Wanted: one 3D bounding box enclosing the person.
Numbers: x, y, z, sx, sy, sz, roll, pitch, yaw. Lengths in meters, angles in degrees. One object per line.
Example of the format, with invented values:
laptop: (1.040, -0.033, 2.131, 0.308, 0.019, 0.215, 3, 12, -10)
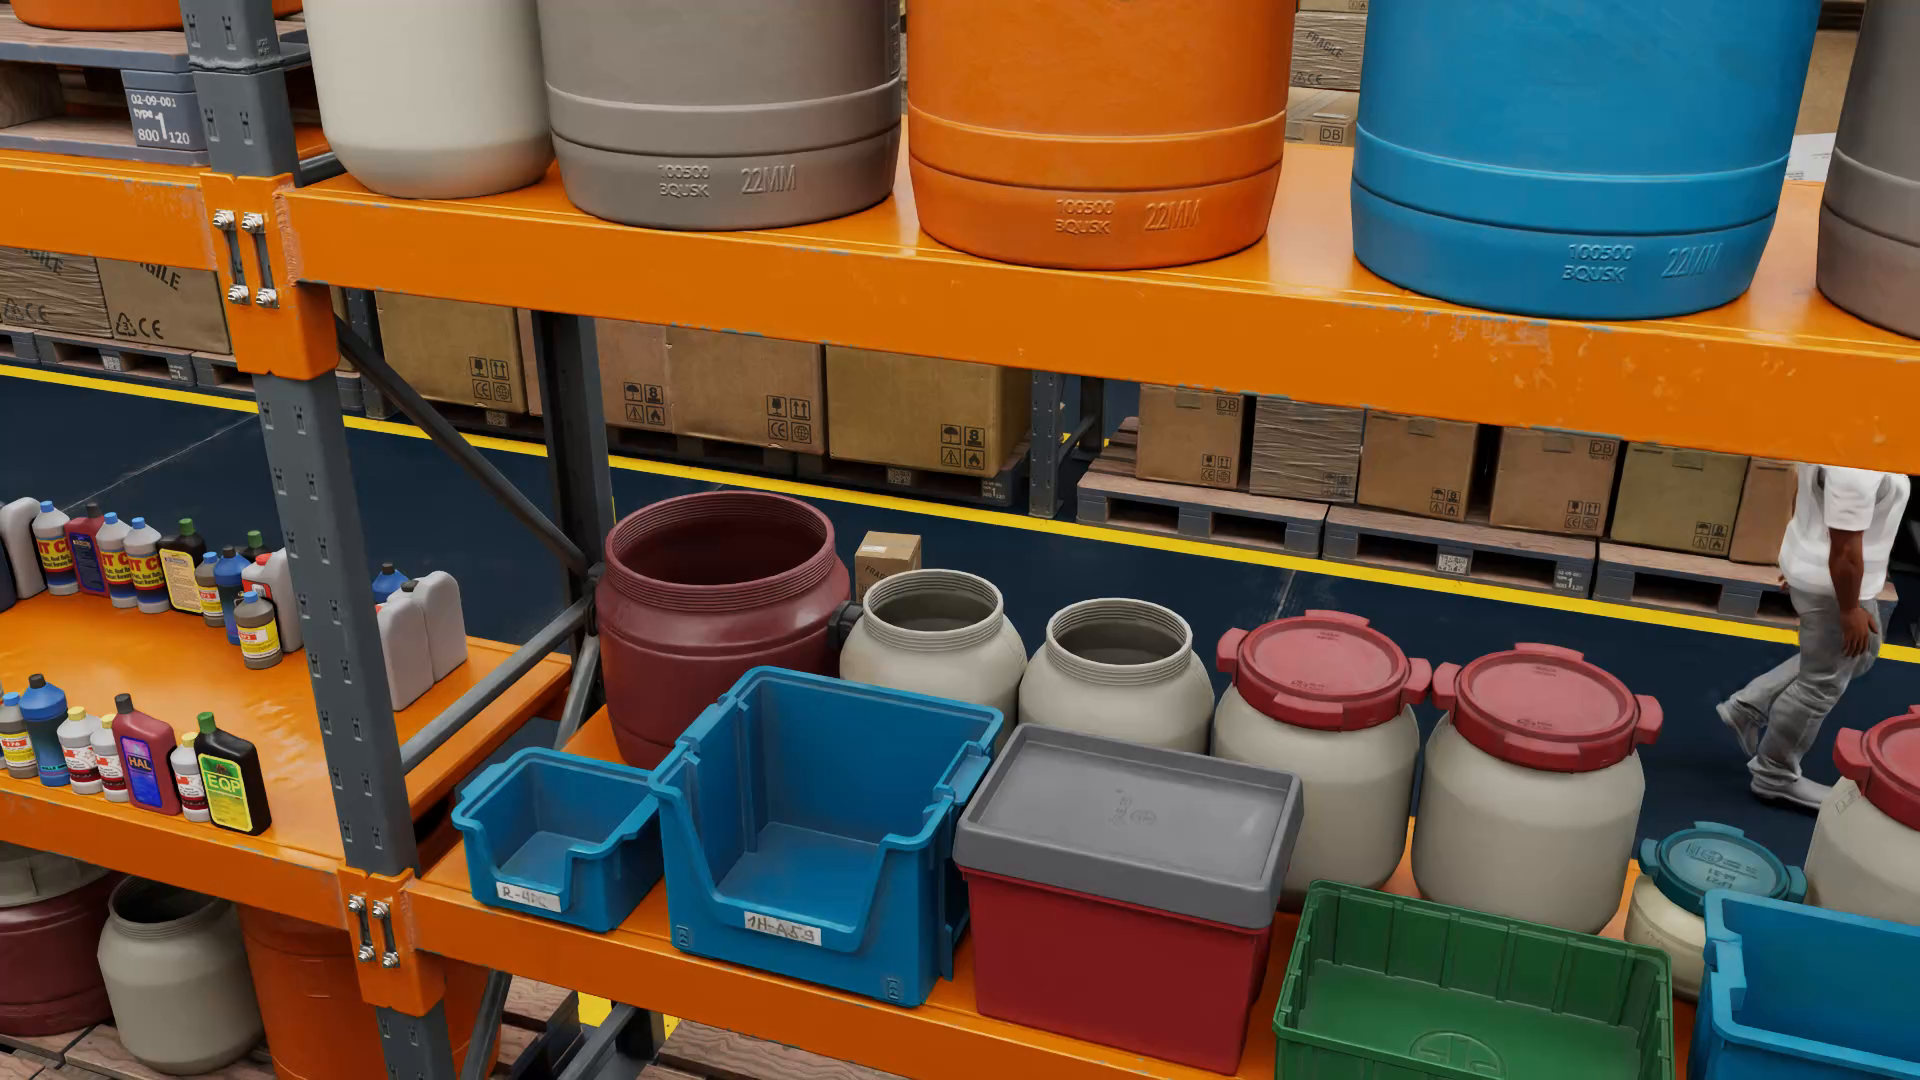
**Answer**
person: (3.017, 0.125, 5.765, 0.489, 1.756, 0.572, 8, 27, 16)
